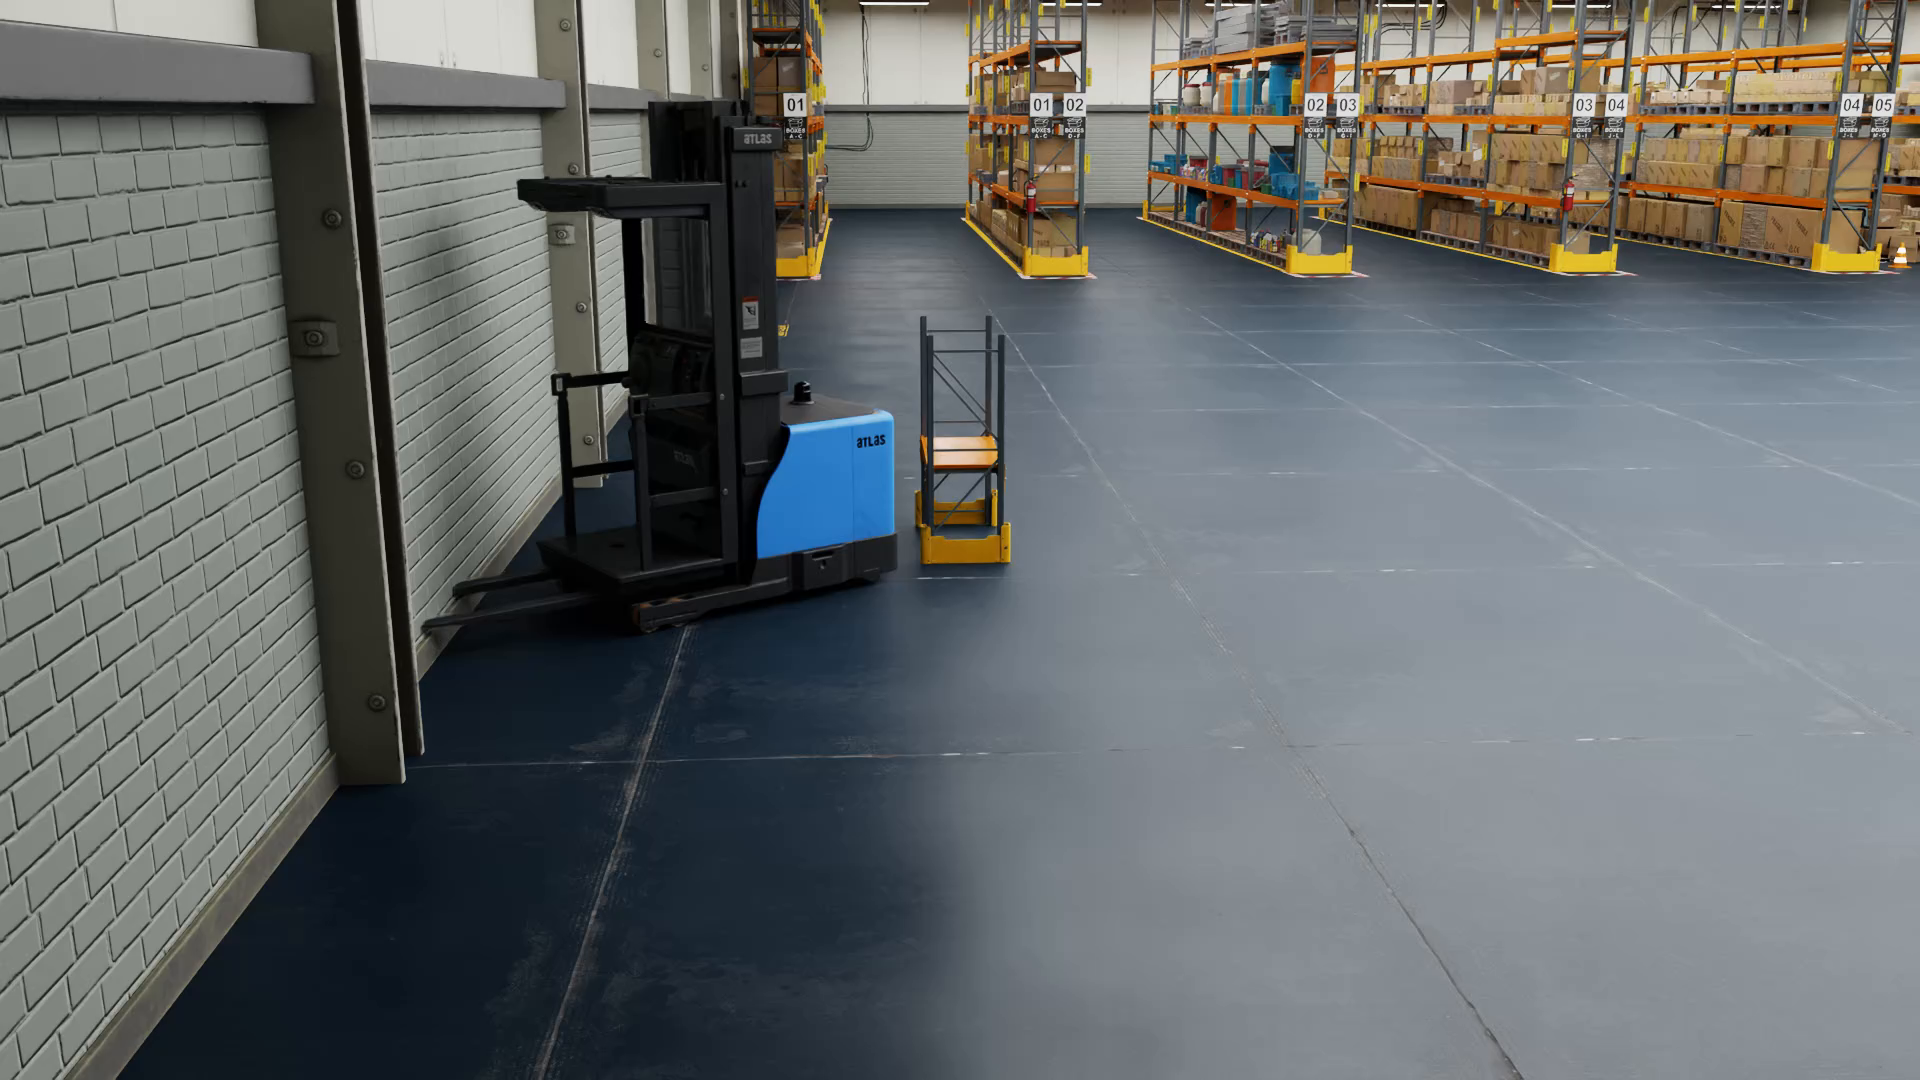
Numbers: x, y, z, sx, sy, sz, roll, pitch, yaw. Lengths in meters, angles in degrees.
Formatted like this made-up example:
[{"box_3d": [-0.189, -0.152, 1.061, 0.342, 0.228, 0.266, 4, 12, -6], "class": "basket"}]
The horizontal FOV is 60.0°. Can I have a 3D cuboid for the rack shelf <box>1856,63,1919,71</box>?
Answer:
[{"box_3d": [25.600, -12.729, 44.389, 1.077, 0.370, 4.000, -1, 14, -3], "class": "rack shelf"}]

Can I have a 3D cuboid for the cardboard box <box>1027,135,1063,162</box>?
[{"box_3d": [1.646, -7.371, 31.351, 0.700, 0.500, 0.500, -1, 14, -3], "class": "cardboard box"}]

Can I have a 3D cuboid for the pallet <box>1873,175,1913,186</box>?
[{"box_3d": [21.182, -8.019, 37.058, 1.003, 0.211, 1.213, -1, 14, -3], "class": "pallet"}]

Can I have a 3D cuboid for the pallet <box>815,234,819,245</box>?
[{"box_3d": [-3.657, -6.676, 37.051, 1.003, 0.211, 1.213, -1, 14, -3], "class": "pallet"}]

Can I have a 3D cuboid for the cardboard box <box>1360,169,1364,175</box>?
[{"box_3d": [10.517, -9.459, 42.773, 0.380, 0.149, 0.250, -1, 14, -2], "class": "cardboard box"}]

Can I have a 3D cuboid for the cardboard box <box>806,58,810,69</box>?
[{"box_3d": [-2.971, -8.452, 30.088, 0.500, 0.500, 0.500, -1, 14, -4], "class": "cardboard box"}]

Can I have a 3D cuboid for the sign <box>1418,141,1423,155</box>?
[{"box_3d": [10.573, -9.002, 38.170, 0.100, 0.325, 0.005, -1, 14, -3], "class": "sign"}]

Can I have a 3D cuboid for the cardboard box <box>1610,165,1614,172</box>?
[{"box_3d": [15.581, -8.761, 39.219, 0.380, 0.149, 0.250, -1, 14, -4], "class": "cardboard box"}]

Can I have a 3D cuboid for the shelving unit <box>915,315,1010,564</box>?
[{"box_3d": [0.005, -0.707, 11.266, 0.587, 1.500, 1.083, -1, 14, -3], "class": "shelving unit"}]

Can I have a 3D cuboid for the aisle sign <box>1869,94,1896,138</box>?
[{"box_3d": [16.883, -7.758, 30.443, 0.394, 0.787, 0.004, -1, 14, -3], "class": "aisle sign"}]

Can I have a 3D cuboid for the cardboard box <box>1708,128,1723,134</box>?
[{"box_3d": [20.322, -10.961, 44.599, 0.380, 0.149, 0.250, -1, 14, -5], "class": "cardboard box"}]

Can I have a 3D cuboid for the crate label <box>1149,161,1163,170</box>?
[{"box_3d": [5.375, -10.245, 45.541, 0.416, 0.233, 0.303, -1, 14, -3], "class": "crate label"}]

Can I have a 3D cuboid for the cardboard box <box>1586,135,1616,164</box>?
[{"box_3d": [11.861, -7.279, 30.992, 0.500, 0.500, 0.500, -1, 14, -3], "class": "cardboard box"}]

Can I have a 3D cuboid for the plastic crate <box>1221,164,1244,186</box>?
[{"box_3d": [5.978, -7.998, 36.465, 0.402, 0.464, 0.583, -1, 14, -3], "class": "plastic crate"}]

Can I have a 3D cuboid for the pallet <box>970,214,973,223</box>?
[{"box_3d": [0.799, -8.720, 44.996, 1.003, 0.211, 1.213, -1, 14, -3], "class": "pallet"}]

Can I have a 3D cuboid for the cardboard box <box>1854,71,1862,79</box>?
[{"box_3d": [16.862, -8.632, 30.895, 0.380, 0.149, 0.250, -1, 14, -3], "class": "cardboard box"}]

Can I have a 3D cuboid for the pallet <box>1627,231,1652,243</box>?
[{"box_3d": [16.057, -6.954, 38.131, 1.003, 0.211, 1.213, -1, 14, -3], "class": "pallet"}]

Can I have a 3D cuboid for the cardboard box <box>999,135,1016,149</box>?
[{"box_3d": [1.243, -9.948, 41.961, 0.500, 0.500, 0.500, -1, 14, -2], "class": "cardboard box"}]

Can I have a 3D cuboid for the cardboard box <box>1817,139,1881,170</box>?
[{"box_3d": [16.595, -7.201, 31.025, 0.875, 0.550, 0.550, -1, 14, -3], "class": "cardboard box"}]

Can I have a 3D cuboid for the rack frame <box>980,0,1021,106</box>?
[{"box_3d": [0.992, -12.199, 40.879, 1.000, 3.000, 0.127, -1, 14, -3], "class": "rack frame"}]

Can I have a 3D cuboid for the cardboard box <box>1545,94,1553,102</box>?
[{"box_3d": [11.229, -8.293, 31.220, 0.380, 0.149, 0.250, -1, 14, -3], "class": "cardboard box"}]

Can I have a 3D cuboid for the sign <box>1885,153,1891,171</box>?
[{"box_3d": [17.134, -6.977, 30.727, 0.100, 0.325, 0.005, -1, 14, -3], "class": "sign"}]

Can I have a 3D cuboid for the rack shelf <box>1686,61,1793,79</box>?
[{"box_3d": [20.646, -12.459, 44.137, 1.077, 0.370, 4.000, -1, 14, -3], "class": "rack shelf"}]

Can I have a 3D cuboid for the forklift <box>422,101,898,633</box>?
[{"box_3d": [-1.870, -1.039, 9.683, 3.031, 2.935, 1.130, -11, 18, -37], "class": "forklift"}]

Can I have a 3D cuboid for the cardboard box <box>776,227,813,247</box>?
[{"box_3d": [-3.193, -5.732, 31.920, 0.700, 0.500, 0.500, -2, 15, -7], "class": "cardboard box"}]

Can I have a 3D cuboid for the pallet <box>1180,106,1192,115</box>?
[{"box_3d": [6.082, -10.537, 40.818, 1.213, 0.211, 1.003, -1, 14, -3], "class": "pallet"}]

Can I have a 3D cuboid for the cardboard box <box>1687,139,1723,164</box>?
[{"box_3d": [16.230, -8.417, 36.012, 0.700, 0.500, 0.500, -1, 14, -3], "class": "cardboard box"}]

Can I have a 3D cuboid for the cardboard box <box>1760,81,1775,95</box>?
[{"box_3d": [16.147, -8.906, 32.762, 0.500, 0.250, 0.500, -1, 14, -4], "class": "cardboard box"}]

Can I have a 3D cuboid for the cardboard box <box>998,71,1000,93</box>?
[{"box_3d": [1.156, -10.646, 38.657, 0.500, 0.500, 0.500, -1, 14, -3], "class": "cardboard box"}]

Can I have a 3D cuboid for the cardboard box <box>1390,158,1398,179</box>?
[{"box_3d": [10.758, -8.998, 40.276, 0.500, 0.500, 0.500, -1, 14, -2], "class": "cardboard box"}]

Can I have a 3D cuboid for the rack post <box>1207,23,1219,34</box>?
[{"box_3d": [6.038, -11.721, 37.989, 0.624, 0.289, 0.986, -1, 14, -3], "class": "rack post"}]

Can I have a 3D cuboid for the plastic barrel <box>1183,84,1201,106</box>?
[{"box_3d": [5.718, -10.956, 40.953, 0.433, 0.535, 0.433, 0, 14, 0], "class": "plastic barrel"}]

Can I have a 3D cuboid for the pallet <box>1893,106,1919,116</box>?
[{"box_3d": [21.267, -9.384, 36.334, 1.213, 0.211, 1.003, -1, 14, -3], "class": "pallet"}]

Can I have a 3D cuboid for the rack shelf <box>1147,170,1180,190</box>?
[{"box_3d": [5.812, -9.518, 43.942, 1.077, 0.370, 4.000, -1, 14, -3], "class": "rack shelf"}]

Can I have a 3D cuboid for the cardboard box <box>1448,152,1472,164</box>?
[{"box_3d": [11.335, -8.431, 37.232, 0.700, 0.500, 0.500, 1, 14, 5], "class": "cardboard box"}]

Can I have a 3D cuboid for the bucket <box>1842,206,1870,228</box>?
[{"box_3d": [18.641, -6.660, 34.909, 0.726, 0.611, 0.620, 4, 5, 16], "class": "bucket"}]

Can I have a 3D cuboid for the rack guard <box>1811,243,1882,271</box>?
[{"box_3d": [16.581, -5.296, 31.106, 1.175, 0.500, 0.348, -1, 14, -3], "class": "rack guard"}]

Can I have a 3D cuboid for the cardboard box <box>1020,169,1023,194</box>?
[{"box_3d": [1.560, -7.111, 32.943, 0.700, 0.500, 0.500, -1, 14, -4], "class": "cardboard box"}]

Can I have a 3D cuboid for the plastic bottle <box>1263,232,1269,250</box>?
[{"box_3d": [6.105, -5.950, 33.064, 0.144, 0.351, 0.185, -1, 14, -4], "class": "plastic bottle"}]

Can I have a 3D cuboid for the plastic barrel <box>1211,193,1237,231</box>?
[{"box_3d": [6.136, -7.648, 38.743, 0.600, 0.830, 0.708, -1, 14, -3], "class": "plastic barrel"}]

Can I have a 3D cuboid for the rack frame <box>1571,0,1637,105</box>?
[{"box_3d": [11.623, -9.366, 29.870, 1.000, 3.000, 0.127, -1, 14, -3], "class": "rack frame"}]

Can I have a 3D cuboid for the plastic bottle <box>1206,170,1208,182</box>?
[{"box_3d": [5.733, -8.412, 38.433, 0.061, 0.283, 0.133, -1, 14, -3], "class": "plastic bottle"}]

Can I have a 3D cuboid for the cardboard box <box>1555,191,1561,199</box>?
[{"box_3d": [11.384, -6.469, 31.154, 0.380, 0.149, 0.250, -1, 14, -3], "class": "cardboard box"}]

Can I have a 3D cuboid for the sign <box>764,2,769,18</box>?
[{"box_3d": [-4.258, -11.646, 36.538, 0.100, 0.325, 0.005, -1, 14, -3], "class": "sign"}]

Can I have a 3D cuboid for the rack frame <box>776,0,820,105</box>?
[{"box_3d": [-3.952, -12.121, 40.578, 1.000, 3.000, 0.127, -1, 14, -3], "class": "rack frame"}]

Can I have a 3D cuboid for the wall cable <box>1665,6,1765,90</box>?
[{"box_3d": [23.422, -14.972, 51.580, 2.988, 3.039, 0.133, -1, 14, -3], "class": "wall cable"}]

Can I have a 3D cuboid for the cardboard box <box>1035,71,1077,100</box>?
[{"box_3d": [1.704, -8.226, 30.126, 0.797, 0.503, 0.637, 0, 14, 0], "class": "cardboard box"}]

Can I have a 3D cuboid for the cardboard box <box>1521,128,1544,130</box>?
[{"box_3d": [15.399, -10.797, 44.668, 0.500, 0.500, 0.500, -1, 14, -5], "class": "cardboard box"}]

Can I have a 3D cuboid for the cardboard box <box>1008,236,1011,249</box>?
[{"box_3d": [1.239, -5.931, 33.234, 0.500, 0.250, 0.500, -1, 14, -3], "class": "cardboard box"}]

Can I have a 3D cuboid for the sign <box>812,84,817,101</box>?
[{"box_3d": [-2.915, -8.940, 33.194, 0.100, 0.325, 0.005, -1, 14, -3], "class": "sign"}]

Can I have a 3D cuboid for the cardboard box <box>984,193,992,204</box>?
[{"box_3d": [0.841, -8.286, 40.340, 0.500, 0.250, 0.500, -1, 14, -3], "class": "cardboard box"}]

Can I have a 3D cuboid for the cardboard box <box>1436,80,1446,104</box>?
[{"box_3d": [10.927, -9.947, 36.942, 0.500, 0.500, 0.500, -1, 14, -3], "class": "cardboard box"}]
